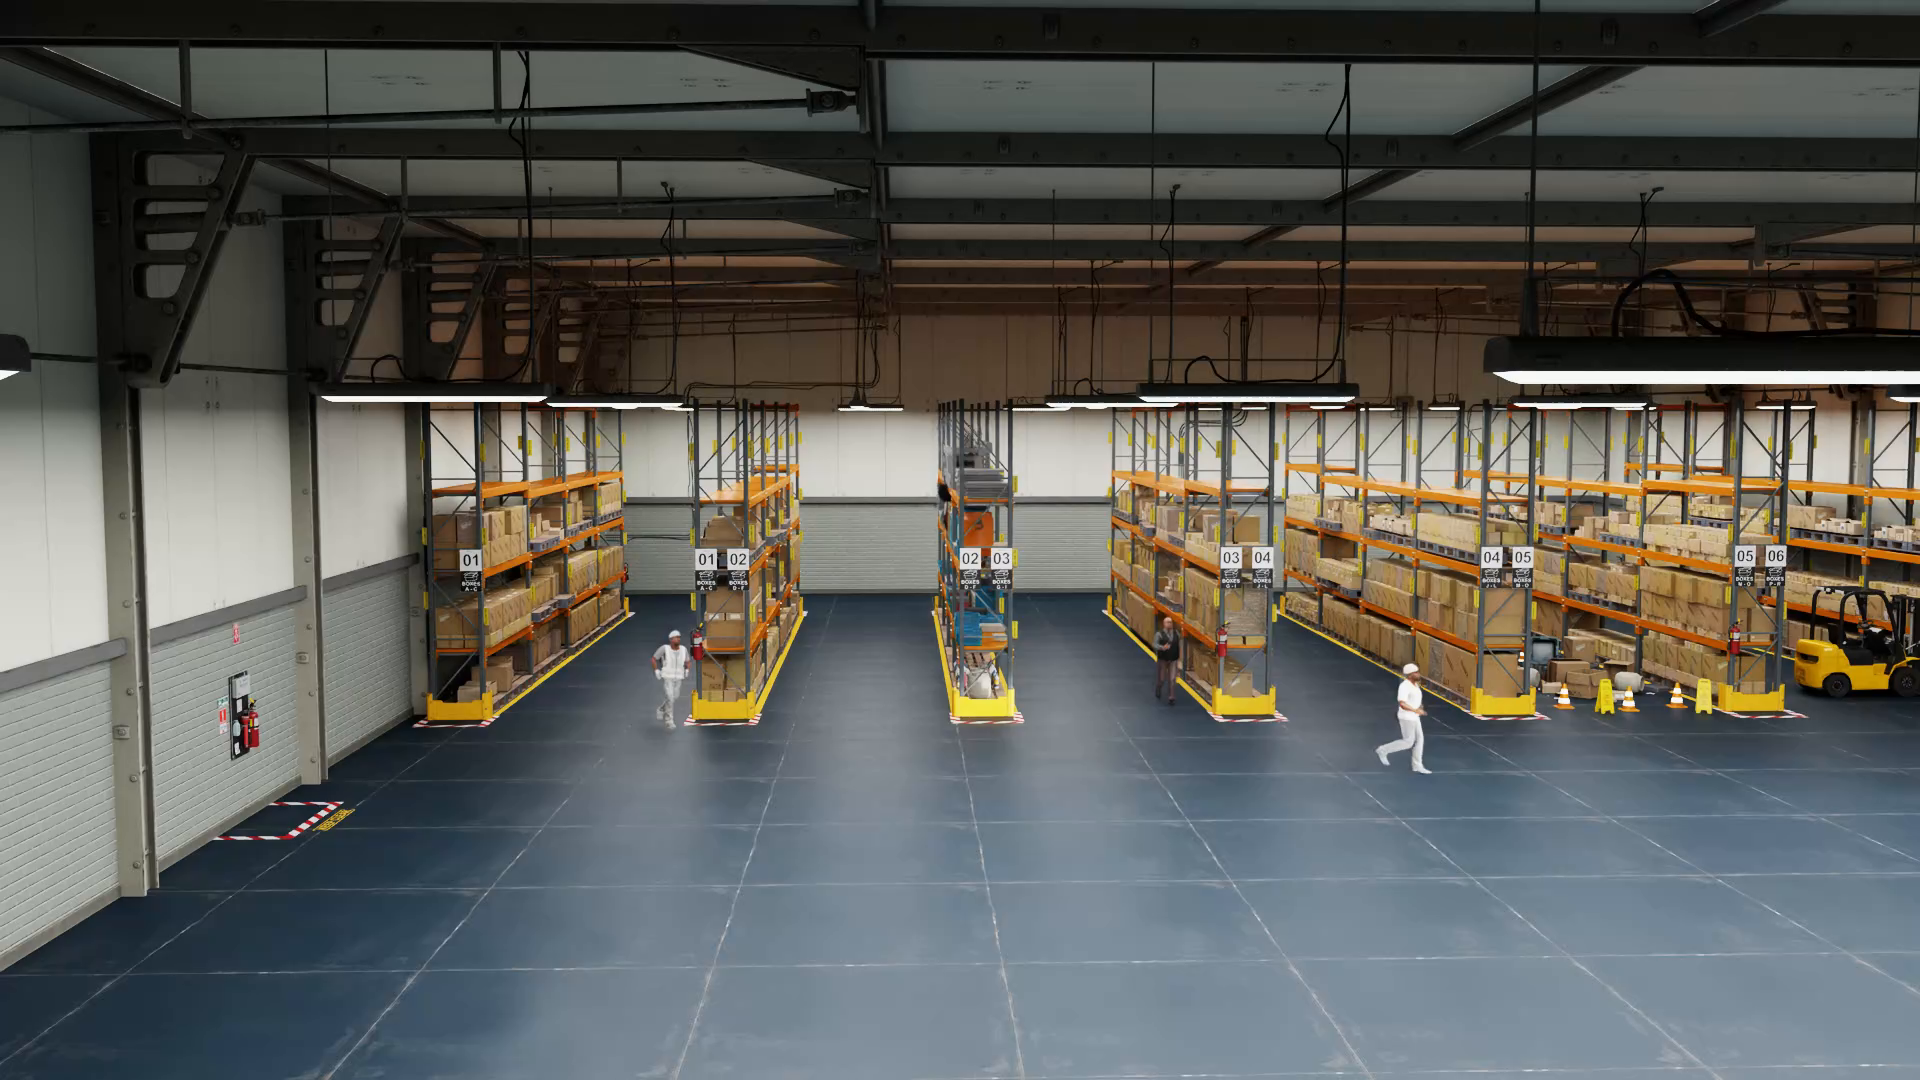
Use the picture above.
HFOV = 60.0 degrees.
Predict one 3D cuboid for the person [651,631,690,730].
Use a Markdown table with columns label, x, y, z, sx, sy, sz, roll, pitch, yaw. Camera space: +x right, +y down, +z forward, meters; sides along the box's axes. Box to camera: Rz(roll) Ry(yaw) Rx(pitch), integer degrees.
| label | x | y | z | sx | sy | sz | roll | pitch | yaw |
| --- | --- | --- | --- | --- | --- | --- | --- | --- | --- |
| person | -5.279 | 2.539 | 30.497 | 0.721 | 1.764 | 0.794 | -3 | 5 | -37 |

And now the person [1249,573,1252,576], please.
| label | x | y | z | sx | sy | sz | roll | pitch | yaw |
| --- | --- | --- | --- | --- | --- | --- | --- | --- | --- |
| person | 8.603 | 1.219 | 48.595 | 0.697 | 1.660 | 0.645 | 4 | 6 | 43 |

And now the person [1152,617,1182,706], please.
| label | x | y | z | sx | sy | sz | roll | pitch | yaw |
| --- | --- | --- | --- | --- | --- | --- | --- | --- | --- |
| person | 4.075 | 2.365 | 32.713 | 0.659 | 1.704 | 0.924 | -1 | 4 | -8 |

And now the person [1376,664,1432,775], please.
| label | x | y | z | sx | sy | sz | roll | pitch | yaw |
| --- | --- | --- | --- | --- | --- | --- | --- | --- | --- |
| person | 7.122 | 2.844 | 26.553 | 0.862 | 1.760 | 0.708 | 2 | 5 | 27 |
